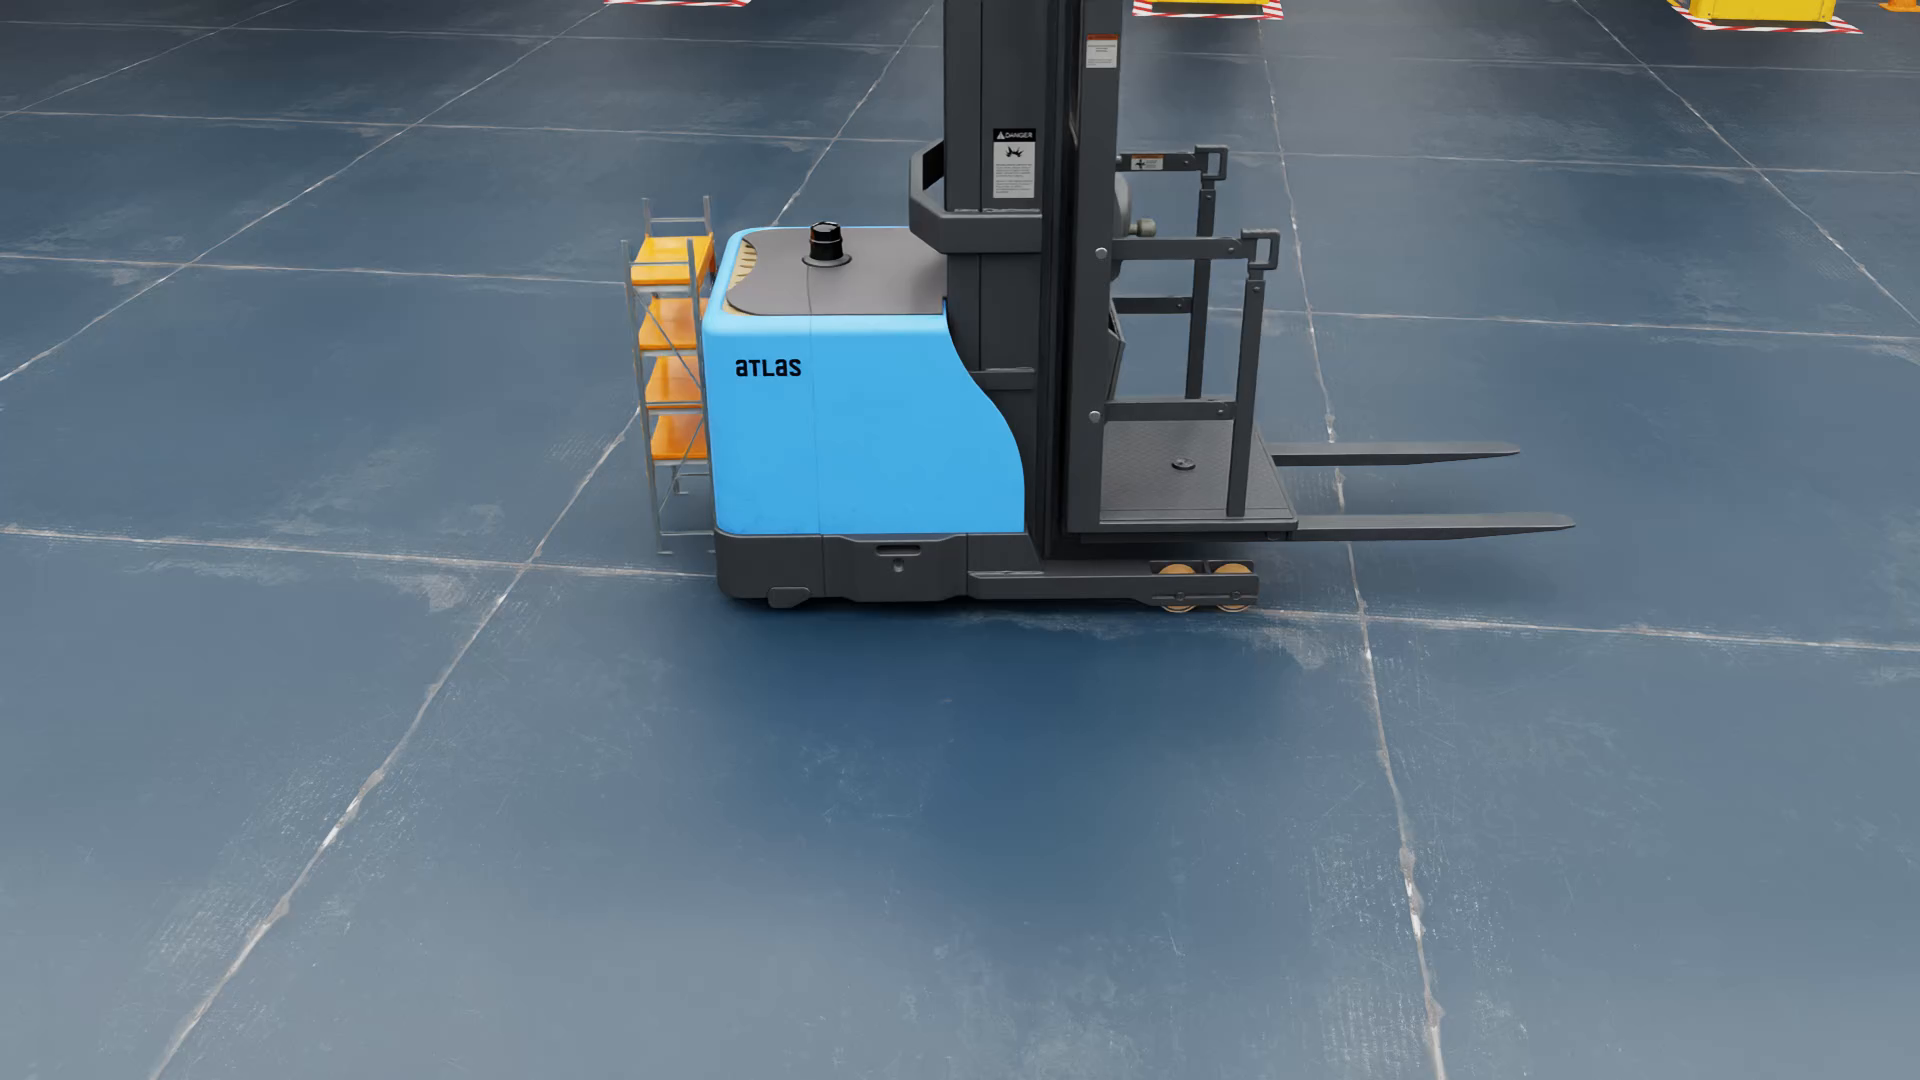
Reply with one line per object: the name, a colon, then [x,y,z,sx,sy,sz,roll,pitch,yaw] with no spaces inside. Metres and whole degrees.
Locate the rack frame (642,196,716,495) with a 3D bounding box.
rack frame: [-1.020,-0.712,6.302,0.240,1.200,0.015,-1,28,-1]

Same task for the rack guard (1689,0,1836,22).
rack guard: [7.228,-4.955,14.920,1.175,0.500,0.348,3,28,6]

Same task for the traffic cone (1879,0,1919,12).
traffic cone: [8.705,-5.117,15.261,0.336,0.463,0.334,3,28,6]

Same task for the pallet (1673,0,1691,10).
pallet: [7.251,-5.220,15.717,1.003,0.211,1.213,3,28,6]

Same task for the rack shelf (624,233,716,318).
rack shelf: [-1.021,-0.942,5.901,0.258,0.148,0.480,-1,28,-1]

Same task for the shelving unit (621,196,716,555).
shelving unit: [-1.015,-0.596,6.087,0.258,1.200,0.503,-1,28,-1]

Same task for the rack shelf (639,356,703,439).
rack shelf: [-1.014,-0.537,6.119,0.258,0.148,0.480,-1,28,-1]

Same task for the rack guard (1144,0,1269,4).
rack guard: [2.330,-5.338,15.631,1.175,0.500,0.348,3,28,6]

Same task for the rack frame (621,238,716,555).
rack frame: [-1.009,-0.481,5.873,0.240,1.200,0.015,-1,28,-1]

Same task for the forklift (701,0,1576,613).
forklift: [0.659,-1.289,5.553,3.031,2.935,1.130,-1,28,-1]

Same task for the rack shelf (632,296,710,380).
rack shelf: [-1.017,-0.734,6.013,0.258,0.148,0.480,-1,28,-1]

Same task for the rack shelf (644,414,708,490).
rack shelf: [-1.011,-0.362,6.213,0.258,0.148,0.480,-1,28,-1]
